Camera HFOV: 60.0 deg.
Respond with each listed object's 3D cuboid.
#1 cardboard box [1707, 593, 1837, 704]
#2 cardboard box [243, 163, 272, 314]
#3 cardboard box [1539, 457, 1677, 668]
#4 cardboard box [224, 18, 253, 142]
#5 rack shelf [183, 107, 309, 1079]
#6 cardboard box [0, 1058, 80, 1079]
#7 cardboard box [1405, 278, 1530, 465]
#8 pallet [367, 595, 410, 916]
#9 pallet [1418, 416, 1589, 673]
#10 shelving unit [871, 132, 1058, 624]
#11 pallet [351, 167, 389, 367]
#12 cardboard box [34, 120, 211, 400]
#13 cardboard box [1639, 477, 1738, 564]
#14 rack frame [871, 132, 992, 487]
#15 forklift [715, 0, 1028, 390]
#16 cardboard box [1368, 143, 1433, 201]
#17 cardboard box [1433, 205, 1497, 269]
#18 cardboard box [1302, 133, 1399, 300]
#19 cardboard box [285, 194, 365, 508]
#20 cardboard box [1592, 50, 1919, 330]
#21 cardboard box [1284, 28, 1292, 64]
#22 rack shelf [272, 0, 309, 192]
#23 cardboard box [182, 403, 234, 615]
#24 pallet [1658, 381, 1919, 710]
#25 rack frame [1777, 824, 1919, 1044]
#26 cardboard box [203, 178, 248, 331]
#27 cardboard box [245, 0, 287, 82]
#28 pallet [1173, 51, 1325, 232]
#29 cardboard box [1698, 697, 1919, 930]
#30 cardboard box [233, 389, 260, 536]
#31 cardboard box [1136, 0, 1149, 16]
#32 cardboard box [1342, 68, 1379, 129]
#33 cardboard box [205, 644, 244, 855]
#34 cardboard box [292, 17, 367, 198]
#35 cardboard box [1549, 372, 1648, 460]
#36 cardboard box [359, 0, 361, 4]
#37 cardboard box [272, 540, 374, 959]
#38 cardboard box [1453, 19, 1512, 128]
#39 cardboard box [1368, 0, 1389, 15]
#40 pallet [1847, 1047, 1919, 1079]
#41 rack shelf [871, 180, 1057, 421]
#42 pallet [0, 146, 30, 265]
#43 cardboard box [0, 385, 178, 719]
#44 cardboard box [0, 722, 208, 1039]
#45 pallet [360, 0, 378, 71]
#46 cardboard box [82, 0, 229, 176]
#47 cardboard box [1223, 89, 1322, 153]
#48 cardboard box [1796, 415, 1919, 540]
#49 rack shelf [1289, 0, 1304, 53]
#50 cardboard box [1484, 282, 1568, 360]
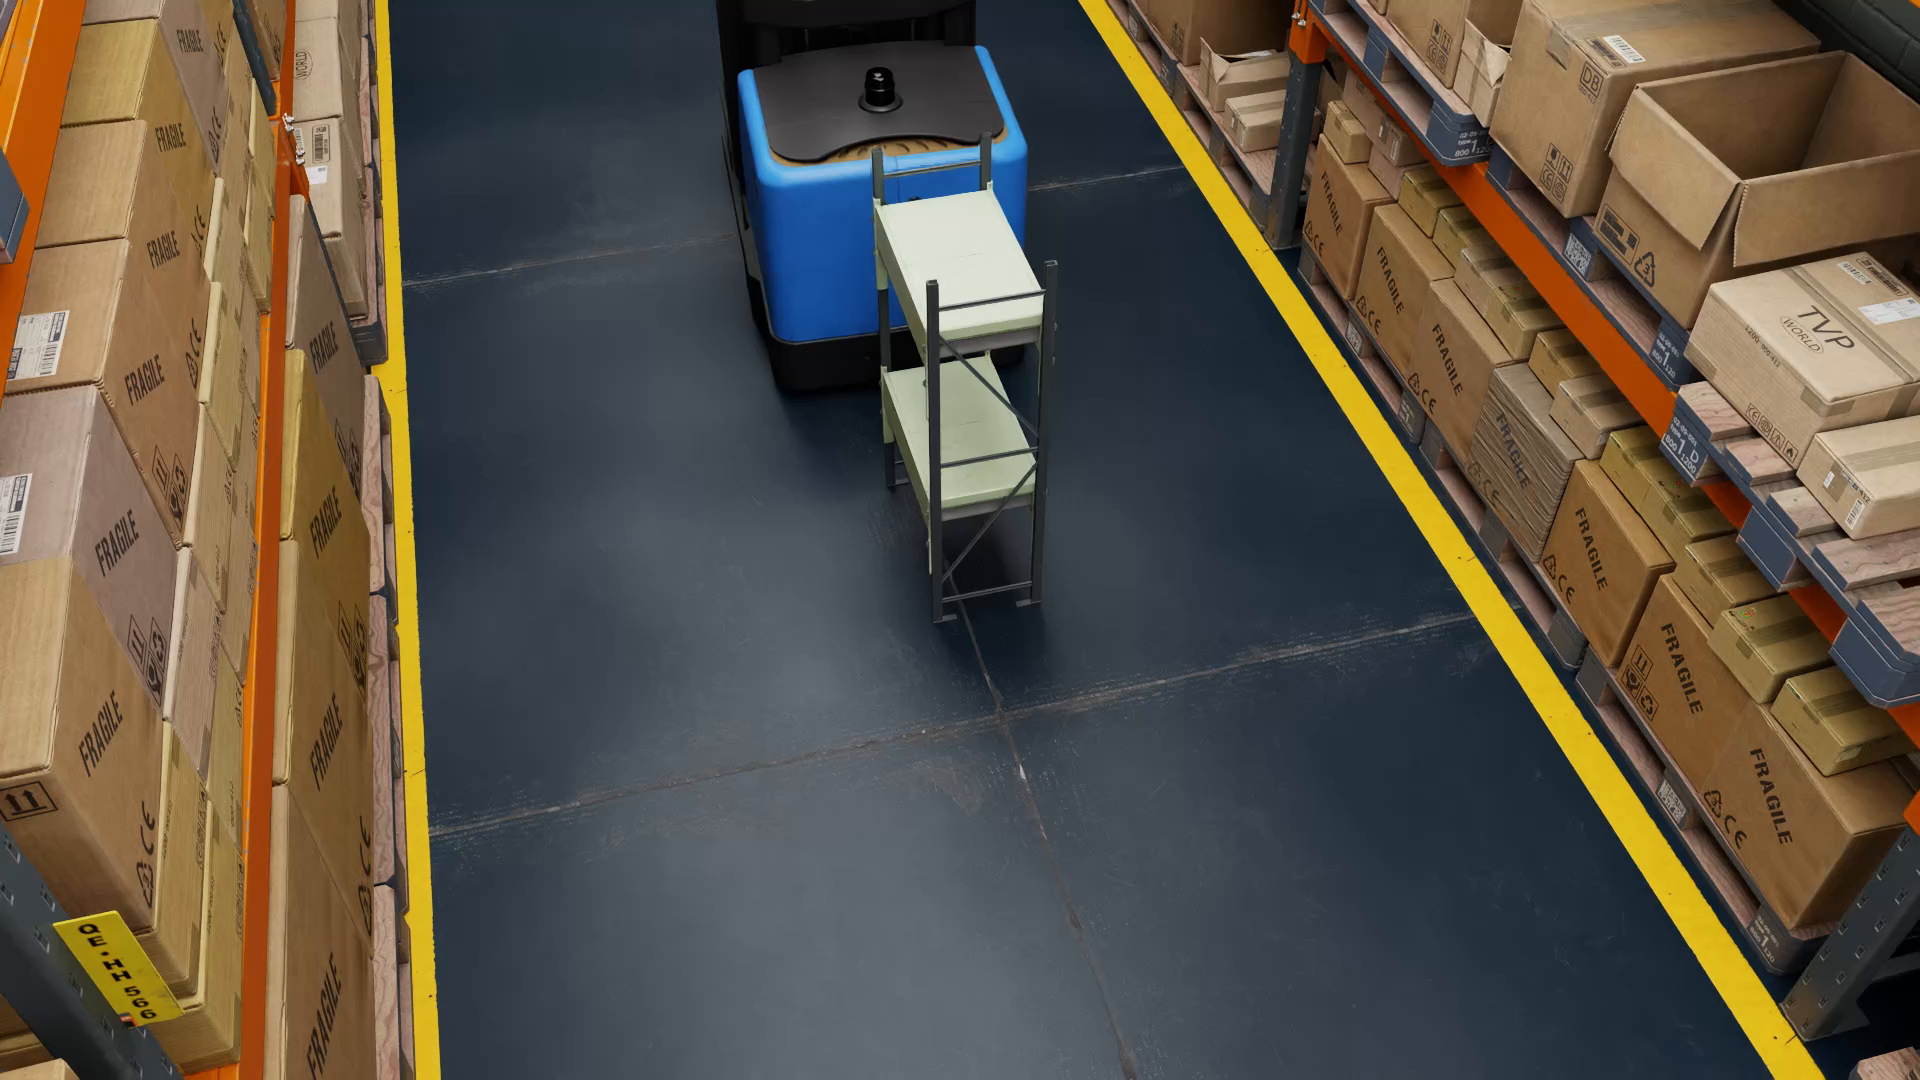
[{"bbox_3d":[2.438,0.300,4.858,0.380,0.149,0.250,-13,47,-12],"label":"cardboard box"},{"bbox_3d":[-2.425,-0.907,5.144,0.500,0.250,0.500,-11,47,-11],"label":"cardboard box"},{"bbox_3d":[2.338,0.043,5.563,0.500,0.500,0.500,-9,46,-9],"label":"cardboard box"},{"bbox_3d":[-2.565,-1.438,5.314,0.500,0.250,0.500,-11,47,-10],"label":"cardboard box"},{"bbox_3d":[-2.401,0.058,4.597,1.077,0.370,4.000,-11,47,-10],"label":"rack shelf"},{"bbox_3d":[-1.504,1.164,2.437,0.500,0.500,0.500,-12,47,-11],"label":"cardboard box"},{"bbox_3d":[2.060,-0.671,6.263,0.500,0.500,0.500,-12,47,-11],"label":"cardboard box"},{"bbox_3d":[-2.326,0.764,5.354,1.003,0.211,1.213,-11,47,-10],"label":"pallet"},{"bbox_3d":[2.445,-0.111,6.211,1.003,0.211,1.213,-11,47,-10],"label":"pallet"},{"bbox_3d":[0.002,-0.520,5.710,0.431,1.500,0.755,-11,47,-10],"label":"shelving unit"},{"bbox_3d":[-3.032,-1.138,7.218,1.003,0.211,1.213,-11,47,-10],"label":"pallet"},{"bbox_3d":[-2.158,-0.633,4.000,0.500,0.500,0.500,-10,46,-10],"label":"cardboard box"},{"bbox_3d":[2.389,-0.081,5.231,0.380,0.149,0.250,-9,46,-9],"label":"cardboard box"},{"bbox_3d":[-0.092,-0.773,5.957,0.400,1.500,0.023,-11,47,-10],"label":"rack frame"},{"bbox_3d":[-0.524,-2.703,6.847,1.130,2.935,3.031,-8,46,-8],"label":"forklift"},{"bbox_3d":[1.865,-1.511,6.632,0.380,0.149,0.250,-12,47,-11],"label":"cardboard box"},{"bbox_3d":[2.025,-1.149,6.278,0.380,0.149,0.250,-11,47,-11],"label":"cardboard box"},{"bbox_3d":[1.791,-1.382,6.960,0.500,0.500,0.500,-9,46,-9],"label":"cardboard box"},{"bbox_3d":[-2.677,-0.565,5.897,0.875,0.875,0.875,-9,46,-9],"label":"cardboard box"},{"bbox_3d":[2.312,-1.000,4.763,0.797,0.503,0.637,-12,47,-11],"label":"cardboard box"},{"bbox_3d":[1.833,-2.433,8.236,0.380,0.149,0.250,-11,47,-11],"label":"cardboard box"},{"bbox_3d":[-3.425,-2.704,7.303,1.077,0.370,4.000,-11,47,-10],"label":"rack shelf"},{"bbox_3d":[-2.027,-0.034,3.938,0.500,0.250,0.500,-11,47,-10],"label":"cardboard box"},{"bbox_3d":[2.667,-0.112,4.393,1.213,0.211,1.003,-11,47,-10],"label":"pallet"},{"bbox_3d":[2.909,0.276,3.879,1.000,3.000,0.127,-11,47,-10],"label":"rack frame"},{"bbox_3d":[-2.291,-0.737,4.627,0.500,0.250,0.500,-10,46,-9],"label":"cardboard box"},{"bbox_3d":[-2.780,-1.982,6.022,0.500,0.500,0.500,-9,46,-9],"label":"cardboard box"},{"bbox_3d":[1.710,-1.983,8.046,1.003,0.211,1.213,-11,47,-10],"label":"pallet"},{"bbox_3d":[2.593,0.752,4.869,0.500,0.500,0.500,-9,46,-9],"label":"cardboard box"},{"bbox_3d":[-2.178,-0.199,4.450,0.500,0.250,0.500,-11,47,-10],"label":"cardboard box"},{"bbox_3d":[1.146,-3.099,8.643,0.500,0.500,0.500,-10,46,-10],"label":"cardboard box"},{"bbox_3d":[1.778,-1.803,6.711,0.380,0.149,0.250,-11,47,-11],"label":"cardboard box"},{"bbox_3d":[-1.919,0.504,3.761,0.500,0.250,0.500,-12,47,-11],"label":"cardboard box"},{"bbox_3d":[-3.199,-1.896,7.508,0.875,0.438,0.875,-12,47,-11],"label":"cardboard box"},{"bbox_3d":[2.225,-0.438,5.581,0.380,0.149,0.250,-13,47,-12],"label":"cardboard box"},{"bbox_3d":[-3.671,-3.149,8.736,0.875,0.438,0.875,-12,47,-12],"label":"cardboard box"},{"bbox_3d":[-2.209,0.675,4.682,0.875,0.875,0.875,-10,46,-10],"label":"cardboard box"},{"bbox_3d":[1.869,-1.556,5.475,0.396,0.266,0.258,-9,46,-8],"label":"cardboard box"},{"bbox_3d":[1.792,-2.292,6.032,0.700,0.500,0.500,-10,46,-9],"label":"cardboard box"},{"bbox_3d":[3.082,1.828,4.311,1.003,0.211,1.213,-11,47,-10],"label":"pallet"},{"bbox_3d":[0.002,-0.793,5.431,0.431,0.370,0.720,-11,47,-10],"label":"rack shelf"},{"bbox_3d":[-2.105,-0.232,2.409,1.213,0.211,1.003,-9,46,-8],"label":"pallet"},{"bbox_3d":[-1.915,0.076,3.305,0.500,0.500,0.500,-11,47,-10],"label":"cardboard box"},{"bbox_3d":[-1.780,0.669,3.249,0.500,0.250,0.500,-11,47,-11],"label":"cardboard box"},{"bbox_3d":[-3.656,-2.823,8.869,1.003,0.211,1.213,-11,47,-10],"label":"pallet"},{"bbox_3d":[-2.416,-1.342,4.694,0.500,0.500,0.500,-10,46,-10],"label":"cardboard box"},{"bbox_3d":[1.458,-1.965,7.778,0.380,0.149,0.250,-12,47,-12],"label":"cardboard box"},{"bbox_3d":[2.370,-0.166,4.194,0.380,0.149,0.250,-10,46,-10],"label":"cardboard box"},{"bbox_3d":[1.373,-3.614,8.195,1.077,0.370,4.000,-11,47,-10],"label":"rack shelf"},{"bbox_3d":[2.114,-0.798,5.934,0.380,0.149,0.250,-9,46,-9],"label":"cardboard box"}]
